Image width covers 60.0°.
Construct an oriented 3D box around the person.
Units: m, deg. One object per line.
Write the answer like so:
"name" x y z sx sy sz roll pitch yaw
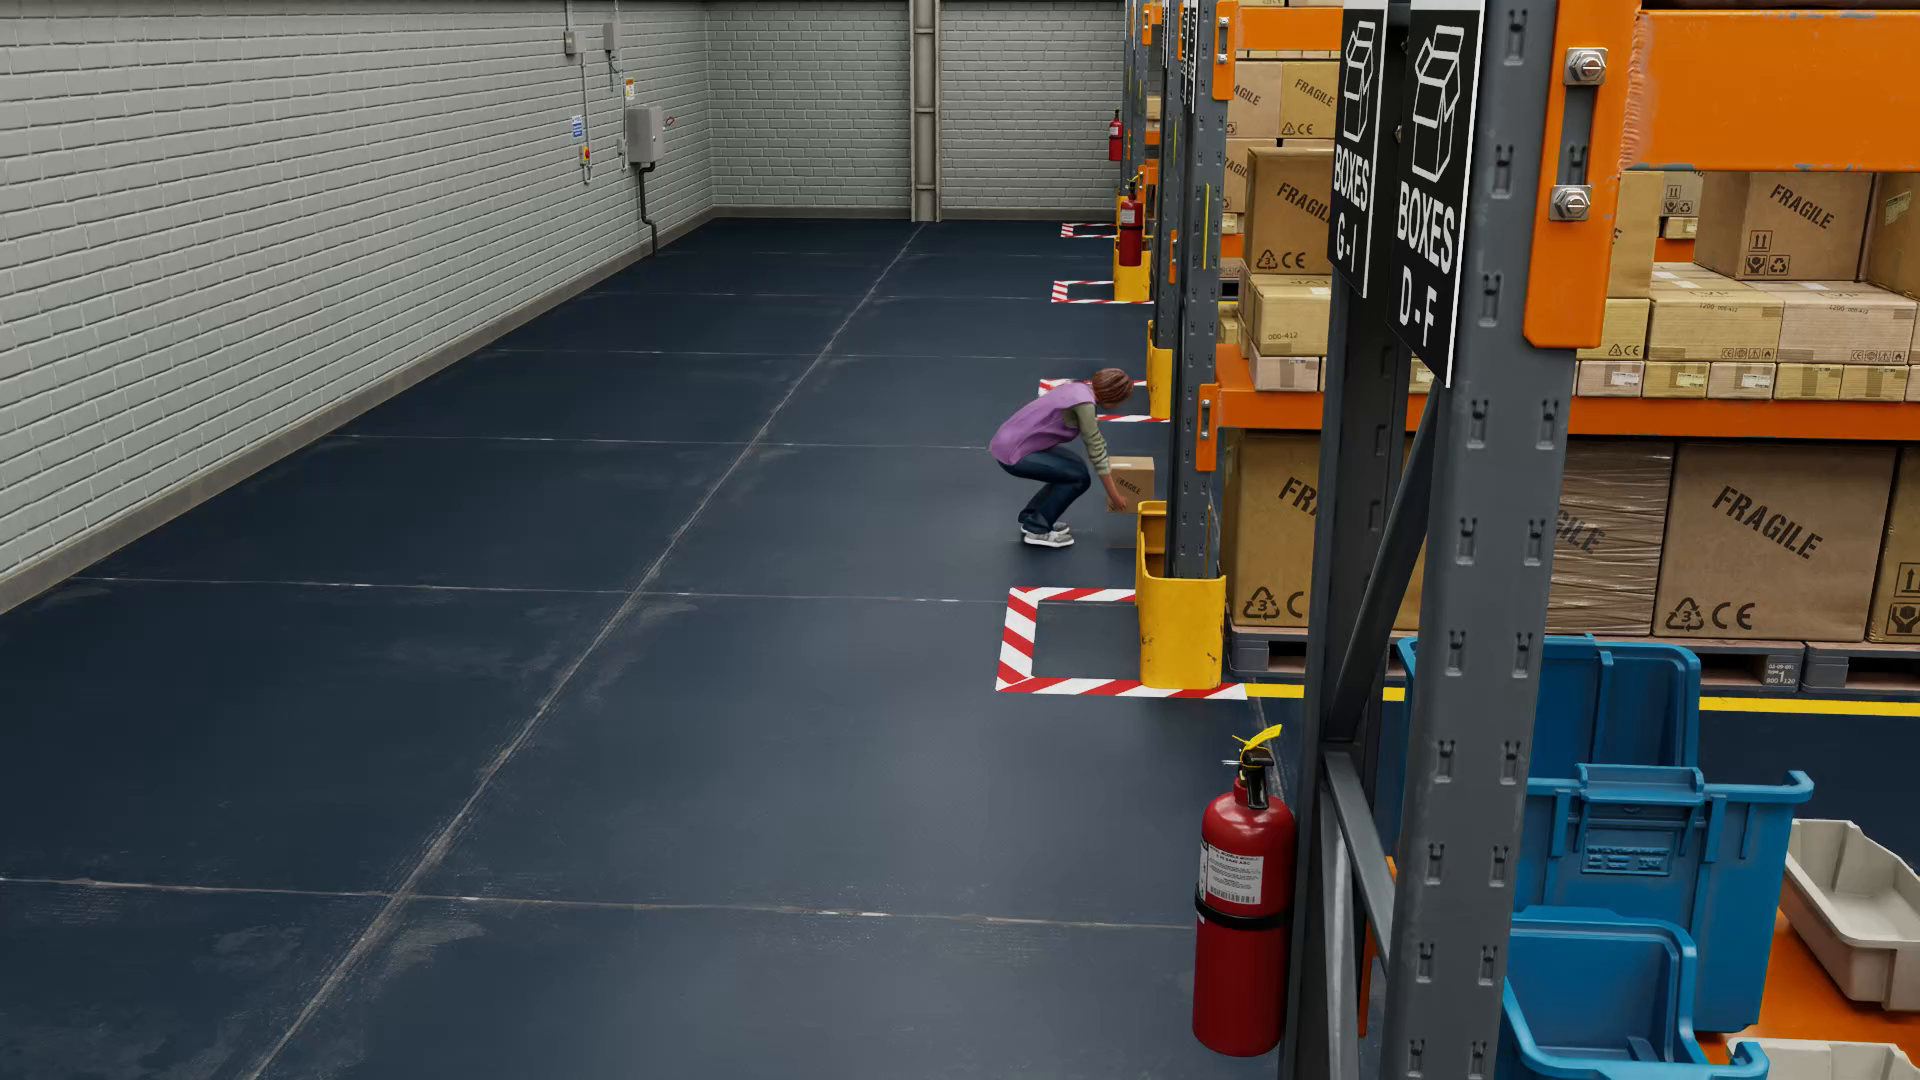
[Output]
"person" 0.549 -0.463 9.058 0.782 0.960 0.446 1 18 4
